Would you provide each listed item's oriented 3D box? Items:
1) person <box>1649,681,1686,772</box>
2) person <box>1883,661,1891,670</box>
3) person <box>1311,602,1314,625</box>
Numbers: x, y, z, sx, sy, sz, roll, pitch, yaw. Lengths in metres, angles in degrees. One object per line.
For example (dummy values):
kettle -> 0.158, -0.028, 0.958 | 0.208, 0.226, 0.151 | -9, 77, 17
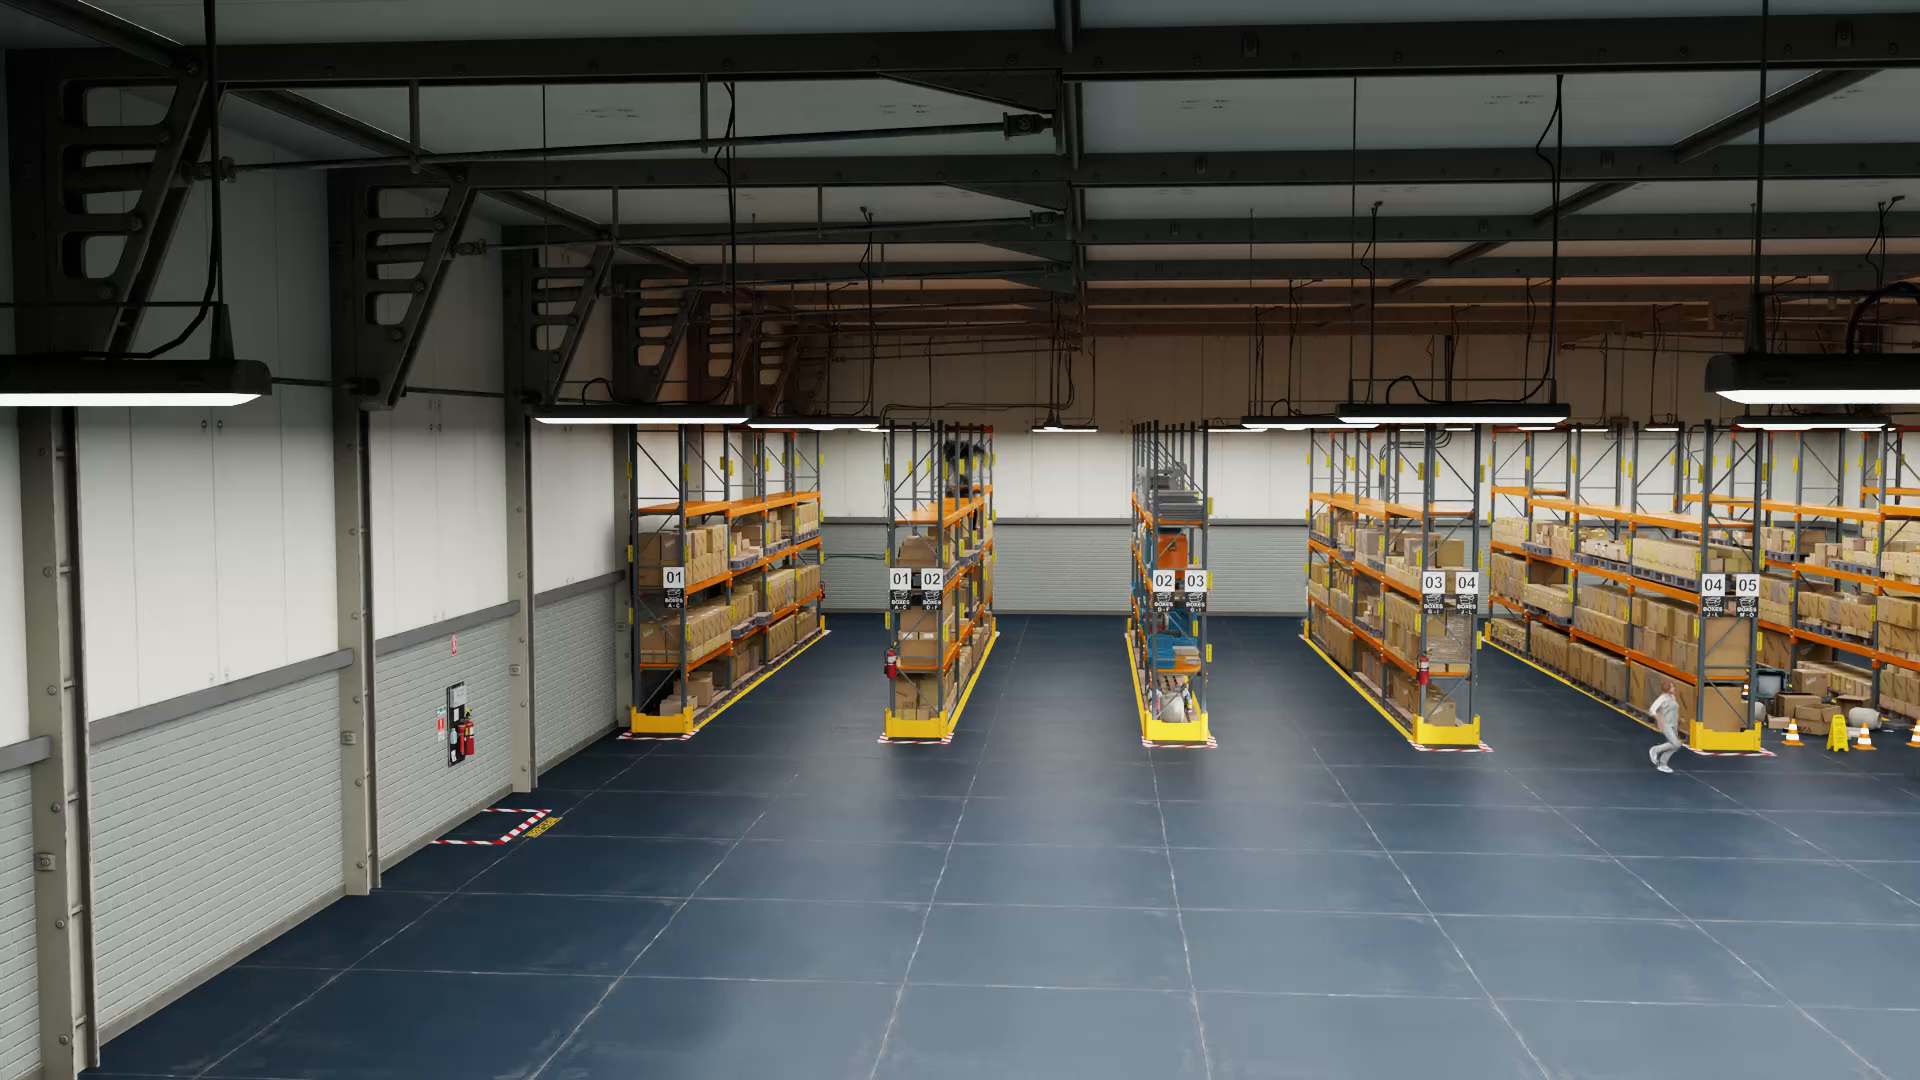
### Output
person -> 12.030, 3.165, 28.234 | 0.544, 1.554, 0.547 | -3, 5, -39
person -> 21.291, 2.452, 37.810 | 0.683, 1.830, 0.768 | 0, 4, 4
person -> 10.319, 1.862, 47.806 | 0.644, 1.656, 0.616 | 1, 4, 11
